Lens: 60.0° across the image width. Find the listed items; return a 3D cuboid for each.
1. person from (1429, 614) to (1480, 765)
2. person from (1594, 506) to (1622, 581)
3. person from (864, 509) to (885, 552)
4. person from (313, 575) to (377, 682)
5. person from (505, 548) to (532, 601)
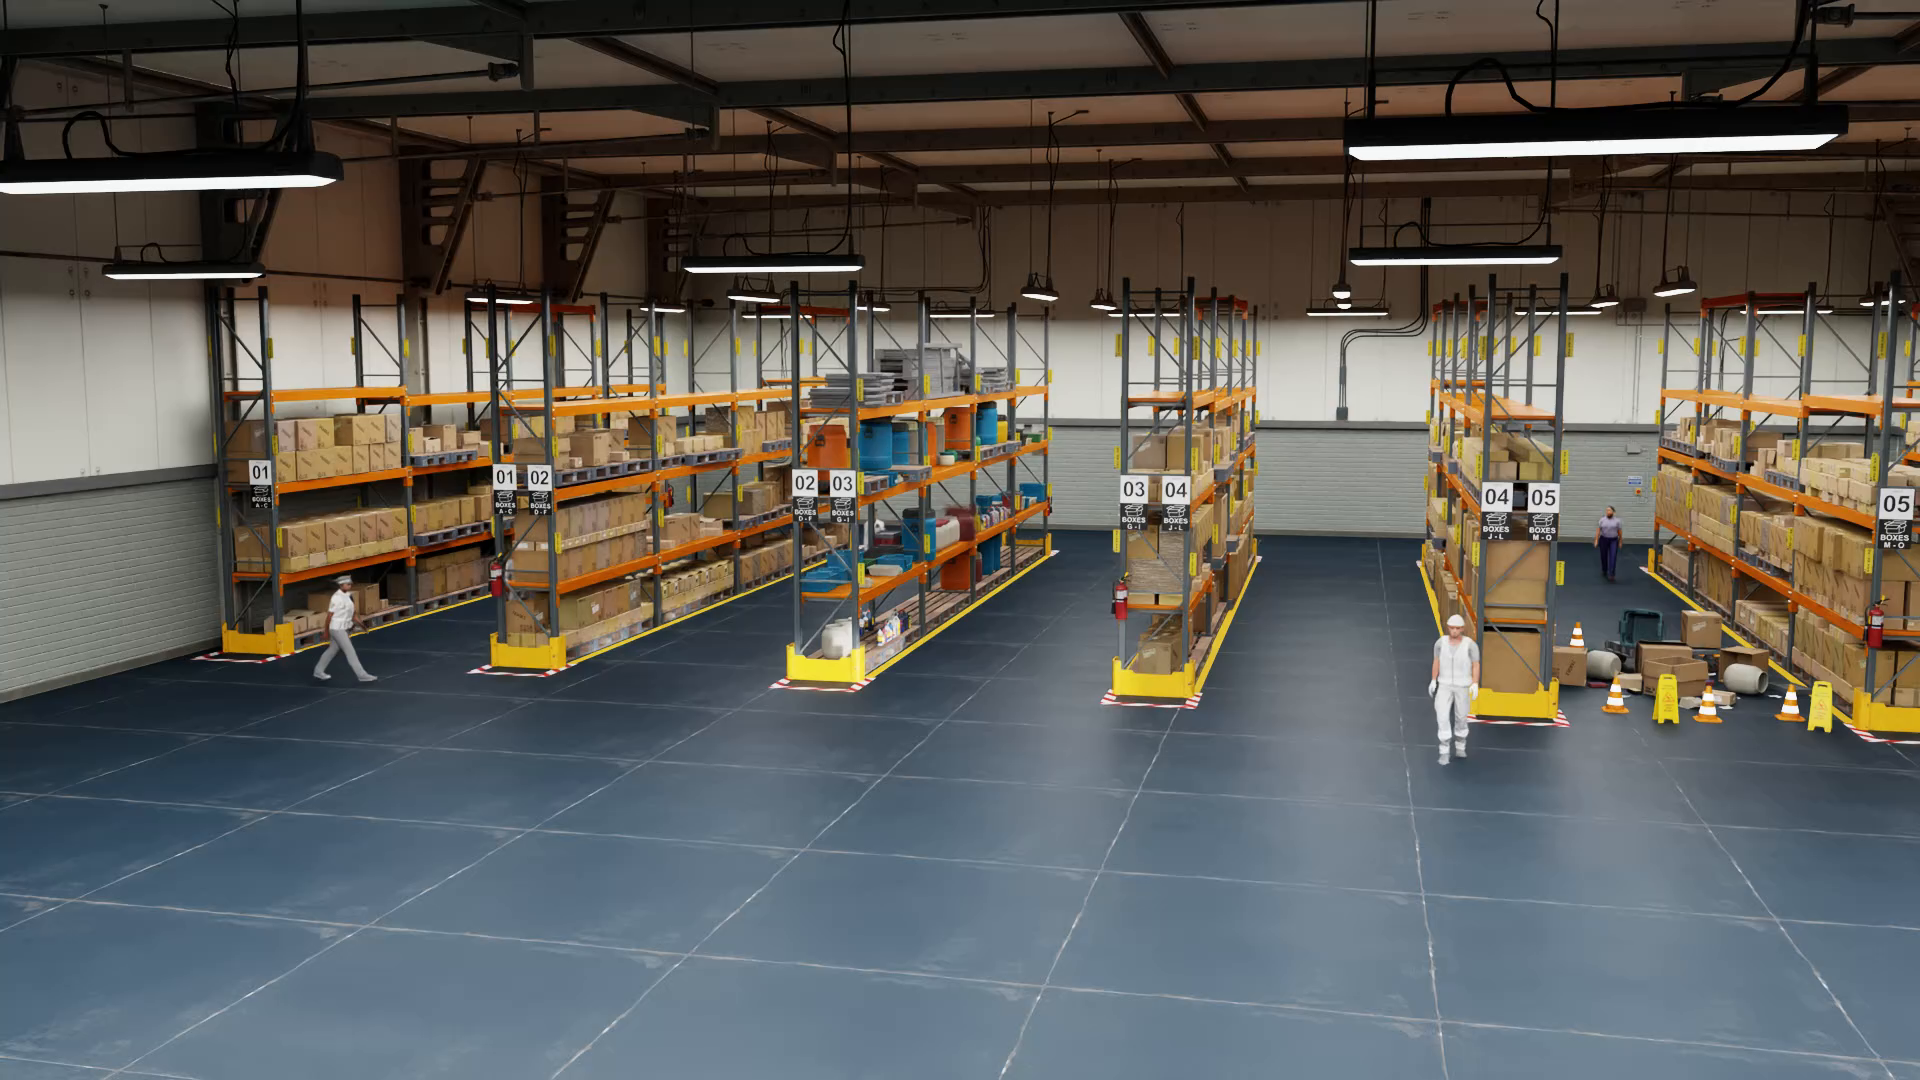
[{"bbox_3d":[6.014,1.809,20.244,0.623,1.825,0.596,3,7,27],"label":"person"},{"bbox_3d":[14.079,0.049,36.103,0.563,1.596,1.007,3,7,23],"label":"person"},{"bbox_3d":[-1.798,0.114,35.412,0.494,1.626,0.853,1,7,11],"label":"person"},{"bbox_3d":[-9.260,1.314,24.950,1.069,1.602,0.496,1,7,10],"label":"person"},{"bbox_3d":[-7.762,0.877,29.300,0.503,1.572,0.487,1,7,5],"label":"person"}]
